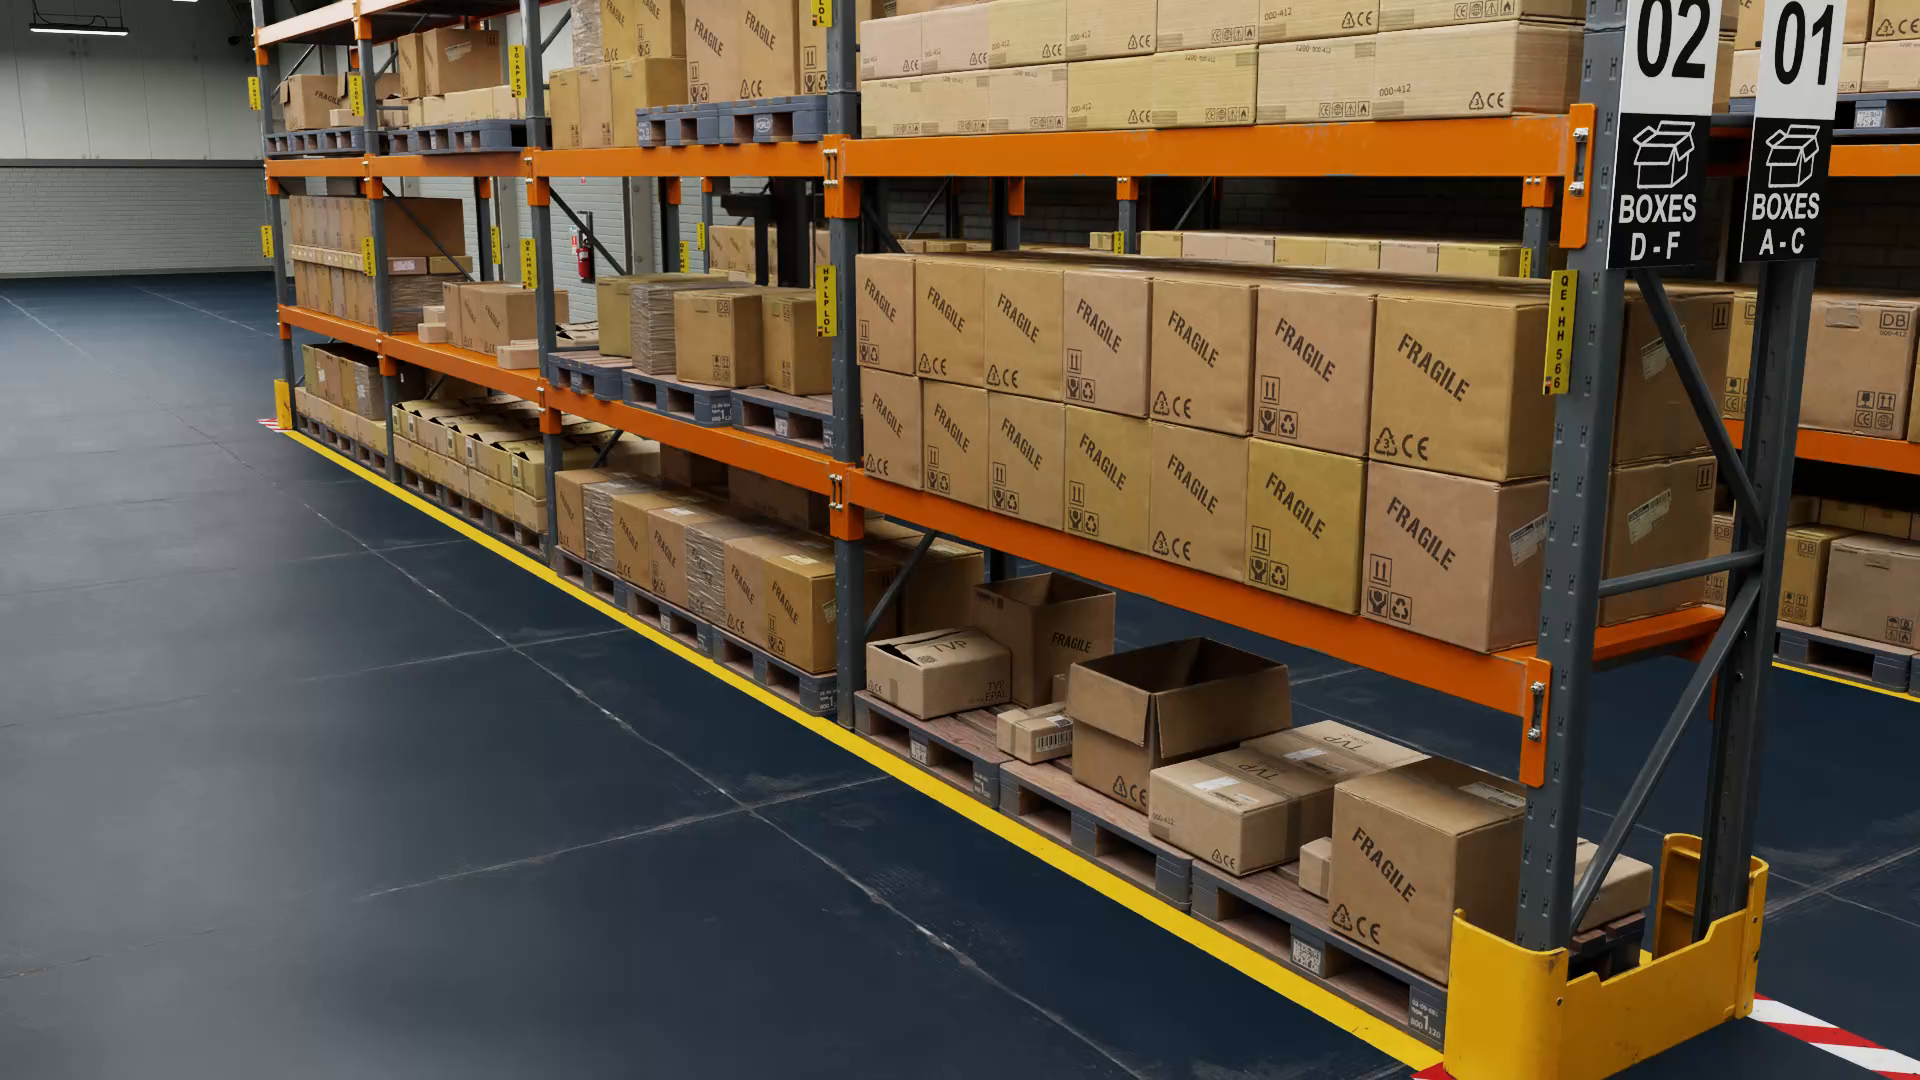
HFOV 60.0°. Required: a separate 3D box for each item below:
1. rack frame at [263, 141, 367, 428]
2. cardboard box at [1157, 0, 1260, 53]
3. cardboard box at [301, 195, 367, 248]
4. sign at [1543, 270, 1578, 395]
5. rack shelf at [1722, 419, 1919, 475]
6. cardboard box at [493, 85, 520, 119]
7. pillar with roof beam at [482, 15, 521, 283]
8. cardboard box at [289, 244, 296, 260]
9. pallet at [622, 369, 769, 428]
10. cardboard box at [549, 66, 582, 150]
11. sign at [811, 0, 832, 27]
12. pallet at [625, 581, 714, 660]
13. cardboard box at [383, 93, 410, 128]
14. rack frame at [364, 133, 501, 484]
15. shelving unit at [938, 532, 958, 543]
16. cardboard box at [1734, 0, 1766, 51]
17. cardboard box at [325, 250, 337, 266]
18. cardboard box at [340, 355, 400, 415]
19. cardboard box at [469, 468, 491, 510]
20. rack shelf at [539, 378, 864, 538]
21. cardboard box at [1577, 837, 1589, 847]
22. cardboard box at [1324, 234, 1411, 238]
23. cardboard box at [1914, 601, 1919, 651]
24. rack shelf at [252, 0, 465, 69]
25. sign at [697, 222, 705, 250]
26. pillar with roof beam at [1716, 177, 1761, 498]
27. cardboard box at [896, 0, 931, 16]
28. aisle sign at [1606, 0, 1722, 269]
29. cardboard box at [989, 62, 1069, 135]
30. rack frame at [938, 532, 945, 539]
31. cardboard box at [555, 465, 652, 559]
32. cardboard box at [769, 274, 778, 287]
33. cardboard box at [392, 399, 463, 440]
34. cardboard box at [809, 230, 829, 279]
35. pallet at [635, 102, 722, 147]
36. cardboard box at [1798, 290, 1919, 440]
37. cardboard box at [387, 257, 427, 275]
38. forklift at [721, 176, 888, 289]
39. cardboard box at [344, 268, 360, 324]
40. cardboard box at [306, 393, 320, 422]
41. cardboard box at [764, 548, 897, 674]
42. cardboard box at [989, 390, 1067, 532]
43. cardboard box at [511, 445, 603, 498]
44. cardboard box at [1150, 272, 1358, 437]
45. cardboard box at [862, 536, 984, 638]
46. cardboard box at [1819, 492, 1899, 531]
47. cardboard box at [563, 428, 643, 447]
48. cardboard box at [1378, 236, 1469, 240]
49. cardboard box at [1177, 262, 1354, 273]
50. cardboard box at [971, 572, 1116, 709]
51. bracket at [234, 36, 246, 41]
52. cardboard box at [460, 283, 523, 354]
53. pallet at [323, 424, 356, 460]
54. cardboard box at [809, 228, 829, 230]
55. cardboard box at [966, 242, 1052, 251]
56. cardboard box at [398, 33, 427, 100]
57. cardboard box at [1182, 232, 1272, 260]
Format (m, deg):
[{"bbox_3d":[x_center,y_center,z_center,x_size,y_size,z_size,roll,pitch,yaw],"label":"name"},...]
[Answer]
[{"bbox_3d":[-6.804,-2.736,17.852,1.000,3.000,0.127,-8,15,-33],"label":"rack frame"},{"bbox_3d":[1.013,-1.766,5.577,0.500,0.250,0.500,-8,15,-33],"label":"cardboard box"},{"bbox_3d":[-6.231,-3.232,16.849,0.700,0.500,0.500,-9,15,-34],"label":"cardboard box"},{"bbox_3d":[1.588,-0.549,4.399,0.100,0.325,0.005,-8,15,-33],"label":"sign"},{"bbox_3d":[5.075,-0.482,9.228,1.077,0.370,4.000,-8,15,-33],"label":"rack shelf"},{"bbox_3d":[-2.975,-3.076,11.752,0.500,0.250,0.500,-8,14,-31],"label":"cardboard box"},{"bbox_3d":[-11.807,-7.856,27.224,9.100,9.000,0.400,-8,15,-33],"label":"pillar with roof beam"},{"bbox_3d":[-6.766,-3.007,17.337,0.380,0.149,0.250,-8,15,-33],"label":"cardboard box"},{"bbox_3d":[-1.290,-0.874,9.788,1.003,0.211,1.213,-8,15,-33],"label":"pallet"},{"bbox_3d":[-2.102,-2.754,10.679,0.910,0.500,0.500,-8,15,-33],"label":"cardboard box"},{"bbox_3d":[-0.615,-2.446,7.372,0.100,0.325,0.005,-8,15,-33],"label":"sign"},{"bbox_3d":[-1.317,0.403,10.025,1.003,0.211,1.213,-8,15,-33],"label":"pallet"},{"bbox_3d":[-4.946,-3.937,15.220,0.500,0.311,0.500,-9,15,-36],"label":"cardboard box"},{"bbox_3d":[-4.588,-2.025,14.599,1.000,3.000,0.127,-8,15,-33],"label":"rack frame"},{"bbox_3d":[-0.008,-0.589,12.245,0.258,1.200,0.189,-8,15,-33],"label":"shelving unit"},{"bbox_3d":[4.418,-2.951,9.191,0.500,0.500,0.500,-8,15,-34],"label":"cardboard box"},{"bbox_3d":[-5.915,-2.733,16.086,0.380,0.149,0.250,-8,15,-32],"label":"cardboard box"},{"bbox_3d":[-5.574,-1.488,15.845,0.500,0.500,0.500,-8,15,-33],"label":"cardboard box"},{"bbox_3d":[-3.431,-0.421,12.719,0.500,0.250,0.500,-8,15,-31],"label":"cardboard box"},{"bbox_3d":[-1.263,-0.606,9.797,1.077,0.370,4.000,-8,15,-33],"label":"rack shelf"},{"bbox_3d":[1.977,1.119,5.826,0.380,0.166,0.250,-8,15,-33],"label":"cardboard box"},{"bbox_3d":[3.066,-2.146,12.421,0.500,0.250,0.500,-9,15,-34],"label":"cardboard box"},{"bbox_3d":[5.434,0.337,8.669,0.700,0.500,0.500,-8,15,-33],"label":"cardboard box"},{"bbox_3d":[-5.696,-4.764,15.705,1.077,0.370,4.000,-8,15,-33],"label":"rack shelf"},{"bbox_3d":[-3.134,-3.682,20.150,0.100,0.325,0.005,-8,15,-33],"label":"sign"},{"bbox_3d":[1.491,-3.588,7.705,9.100,9.000,0.400,-8,15,-33],"label":"pillar with roof beam"},{"bbox_3d":[0.146,-2.523,7.281,0.700,0.500,0.500,-8,15,-33],"label":"cardboard box"},{"bbox_3d":[1.844,-1.112,4.341,0.394,0.787,0.004,-8,15,-33],"label":"aisle sign"},{"bbox_3d":[0.458,-1.700,6.443,0.500,0.250,0.500,-8,15,-33],"label":"cardboard box"},{"bbox_3d":[-0.059,-0.605,12.320,0.240,1.200,0.006,-8,15,-33],"label":"rack frame"},{"bbox_3d":[-2.357,-0.192,11.042,0.500,0.500,0.500,-7,14,-30],"label":"cardboard box"},{"bbox_3d":[-1.821,-2.863,18.738,0.500,0.250,0.500,-8,15,-32],"label":"cardboard box"},{"bbox_3d":[-4.566,-1.058,14.317,0.500,0.311,0.500,-8,15,-33],"label":"cardboard box"},{"bbox_3d":[-1.537,-3.141,18.253,0.500,0.500,0.500,-9,15,-34],"label":"cardboard box"},{"bbox_3d":[-1.035,-2.284,9.203,1.213,0.211,1.003,-8,15,-33],"label":"pallet"},{"bbox_3d":[5.065,-0.978,9.112,0.980,0.700,0.700,-9,15,-35],"label":"cardboard box"},{"bbox_3d":[-4.917,-2.414,14.625,0.380,0.149,0.250,-8,15,-33],"label":"cardboard box"},{"bbox_3d":[-1.309,-1.861,14.011,1.130,2.935,3.031,-8,15,-32],"label":"forklift"},{"bbox_3d":[-5.411,-2.335,15.782,0.700,0.500,0.500,-8,15,-32],"label":"cardboard box"},{"bbox_3d":[-6.412,-1.388,17.140,0.500,0.250,0.500,-8,15,-33],"label":"cardboard box"},{"bbox_3d":[-0.667,0.350,8.560,0.500,0.500,0.500,-8,15,-33],"label":"cardboard box"},{"bbox_3d":[0.462,-0.348,6.698,0.500,0.500,0.500,-8,15,-33],"label":"cardboard box"},{"bbox_3d":[-2.867,-0.513,11.828,0.500,0.311,0.500,-8,14,-31],"label":"cardboard box"},{"bbox_3d":[1.014,-0.656,5.765,0.500,0.500,0.500,-8,14,-31],"label":"cardboard box"},{"bbox_3d":[-0.220,0.289,8.839,0.500,0.500,0.500,-9,15,-35],"label":"cardboard box"},{"bbox_3d":[5.104,-0.163,9.435,0.380,0.149,0.250,-8,15,-34],"label":"cardboard box"},{"bbox_3d":[-2.715,-0.670,12.543,0.500,0.311,0.500,-9,15,-34],"label":"cardboard box"},{"bbox_3d":[3.351,-2.053,11.995,0.500,0.250,0.500,-9,15,-35],"label":"cardboard box"},{"bbox_3d":[1.183,-0.810,6.470,0.500,0.500,0.500,-8,15,-33],"label":"cardboard box"},{"bbox_3d":[0.397,0.472,8.004,0.500,0.500,0.500,-8,15,-33],"label":"cardboard box"},{"bbox_3d":[-19.707,-13.674,45.401,0.076,0.066,3.189,-8,15,-33],"label":"bracket"},{"bbox_3d":[-3.606,-1.752,13.120,0.500,0.500,0.500,-8,15,-33],"label":"cardboard box"},{"bbox_3d":[-5.673,-1.026,16.560,1.003,0.211,1.213,-8,15,-33],"label":"pallet"},{"bbox_3d":[-1.404,-3.296,18.960,0.500,0.500,0.500,-8,15,-32],"label":"cardboard box"},{"bbox_3d":[0.482,-2.567,15.817,0.700,0.500,0.500,-6,14,-25],"label":"cardboard box"},{"bbox_3d":[-4.279,-3.874,13.647,0.500,0.500,0.500,-8,15,-32],"label":"cardboard box"},{"bbox_3d":[2.086,-2.264,12.960,0.500,0.250,0.500,-8,15,-34],"label":"cardboard box"}]
